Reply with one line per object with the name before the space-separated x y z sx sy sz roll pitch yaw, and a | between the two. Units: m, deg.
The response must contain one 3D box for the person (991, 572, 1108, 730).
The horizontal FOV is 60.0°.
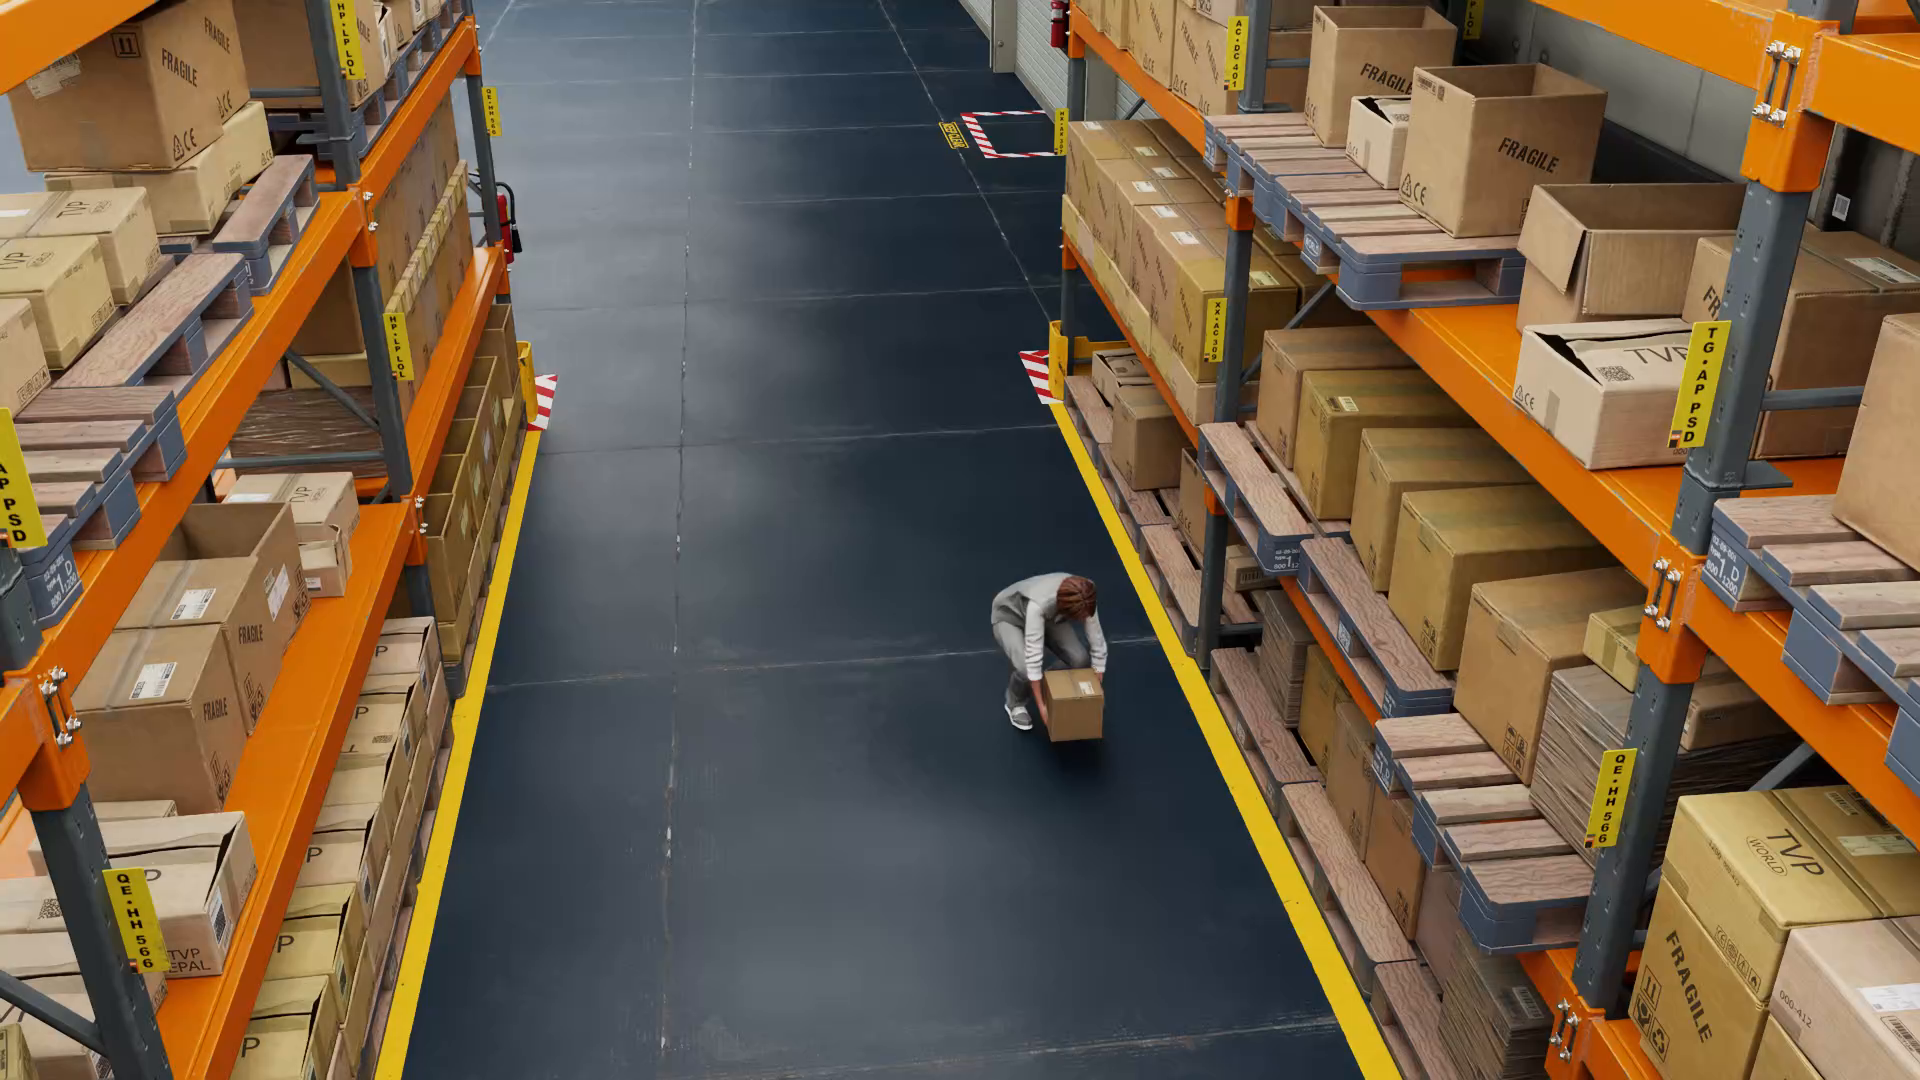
person | 0.441 0.507 8.363 0.447 0.948 0.773 -10 29 -18
